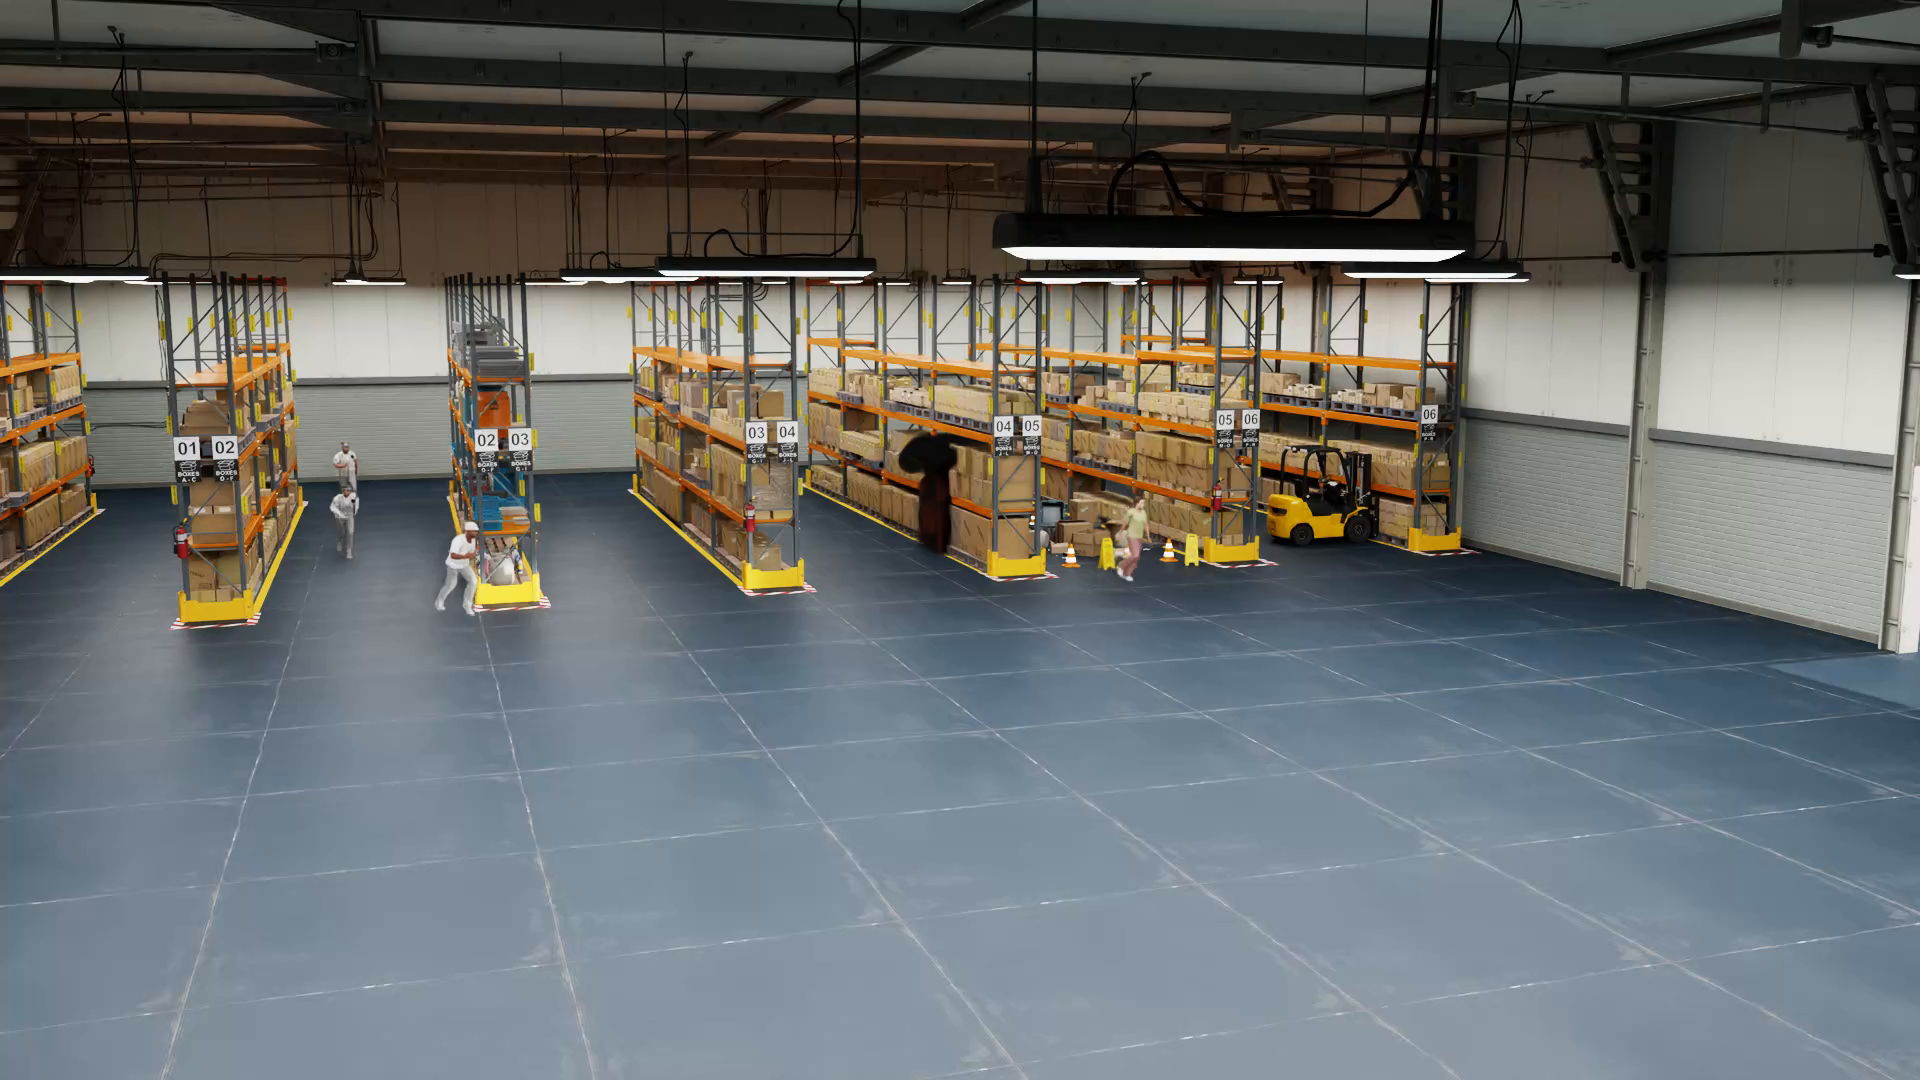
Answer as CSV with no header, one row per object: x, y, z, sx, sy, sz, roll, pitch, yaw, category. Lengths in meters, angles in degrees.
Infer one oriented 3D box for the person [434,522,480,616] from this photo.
-8.867,0.507,29.366,0.991,1.711,0.729,4,9,23,person

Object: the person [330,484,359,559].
-13.249,-0.427,35.761,0.647,1.625,0.983,-7,11,-37,person

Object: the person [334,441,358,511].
-15.927,-1.652,43.184,0.621,1.843,0.876,-4,10,-27,person

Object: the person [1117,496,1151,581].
3.331,-0.033,31.950,0.577,1.647,0.526,-8,12,-42,person
